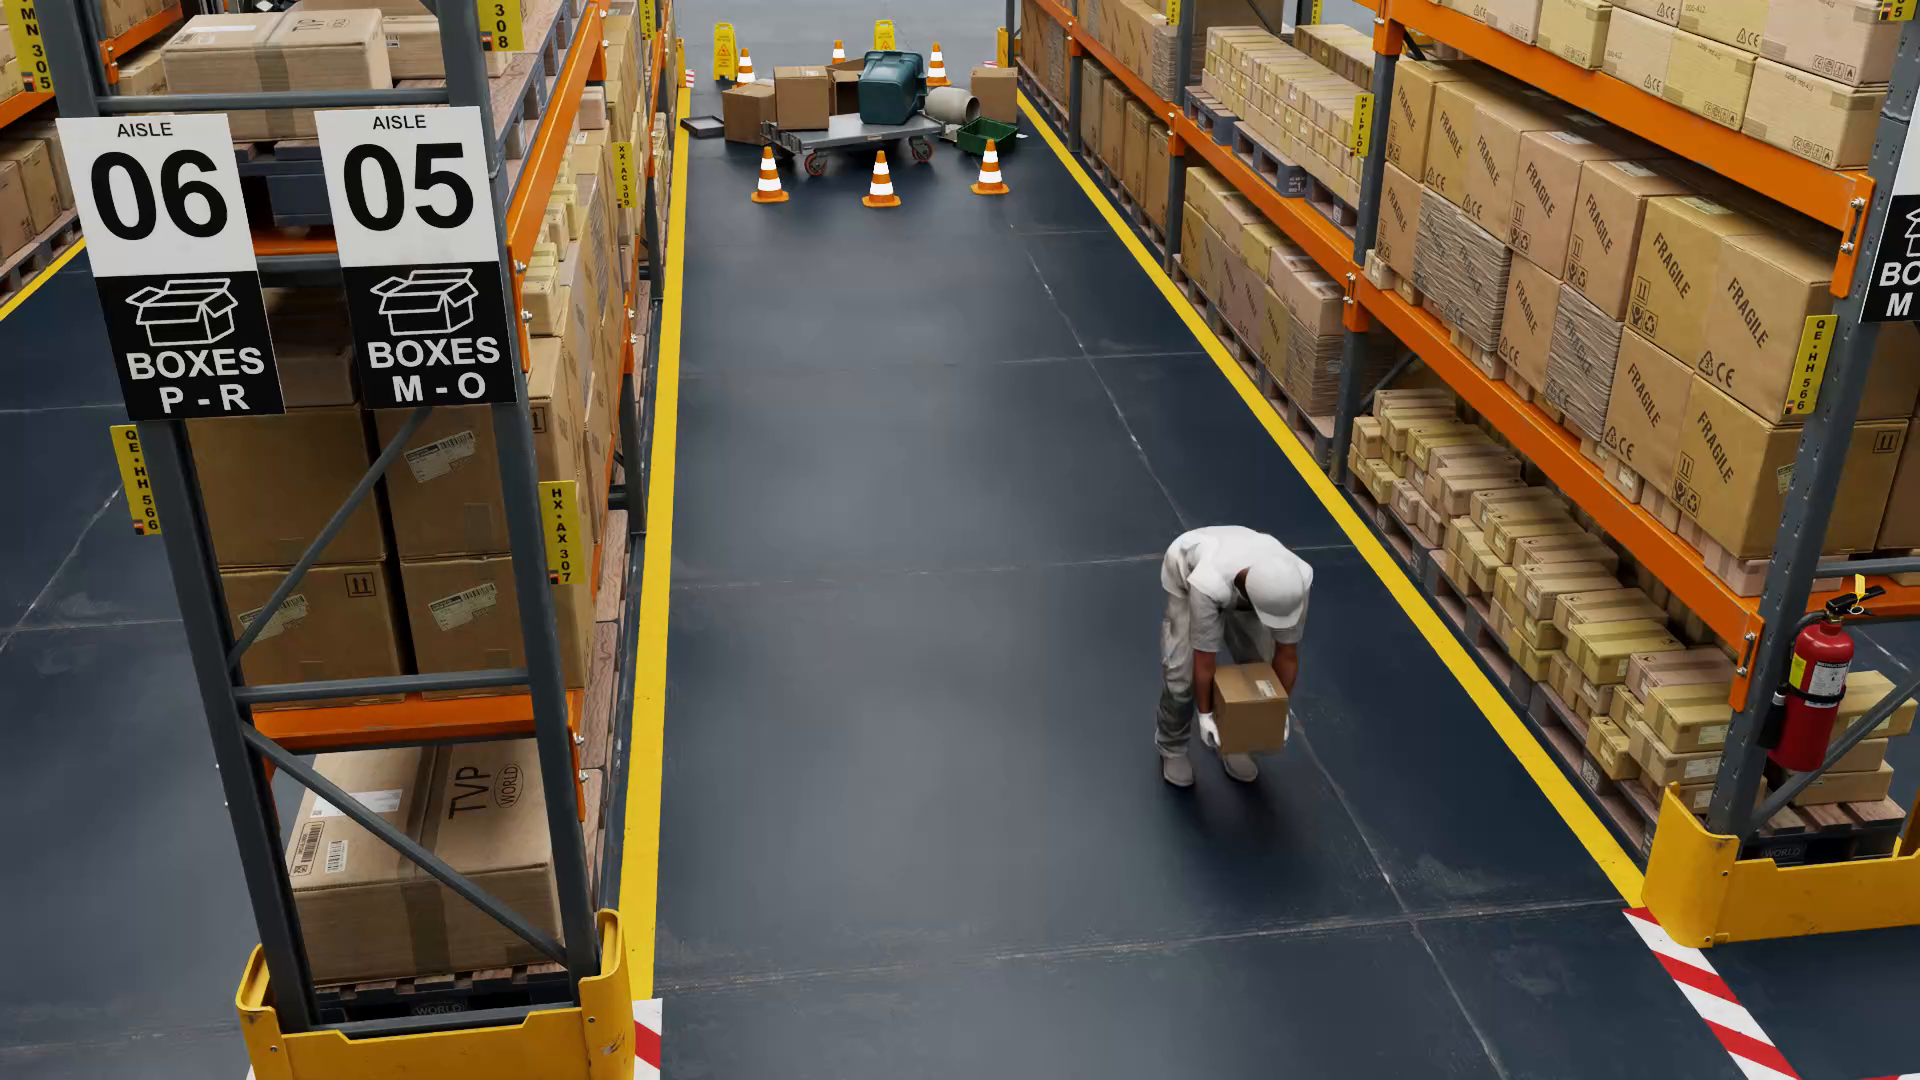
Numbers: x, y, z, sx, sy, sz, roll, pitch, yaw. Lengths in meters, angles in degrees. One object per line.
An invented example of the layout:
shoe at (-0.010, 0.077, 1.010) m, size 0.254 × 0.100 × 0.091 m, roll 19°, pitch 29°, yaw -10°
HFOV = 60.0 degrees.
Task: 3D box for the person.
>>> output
person at (1.100, 0.485, 6.677) m, size 0.508 × 1.293 × 0.939 m, roll -5°, pitch 27°, yaw -9°
